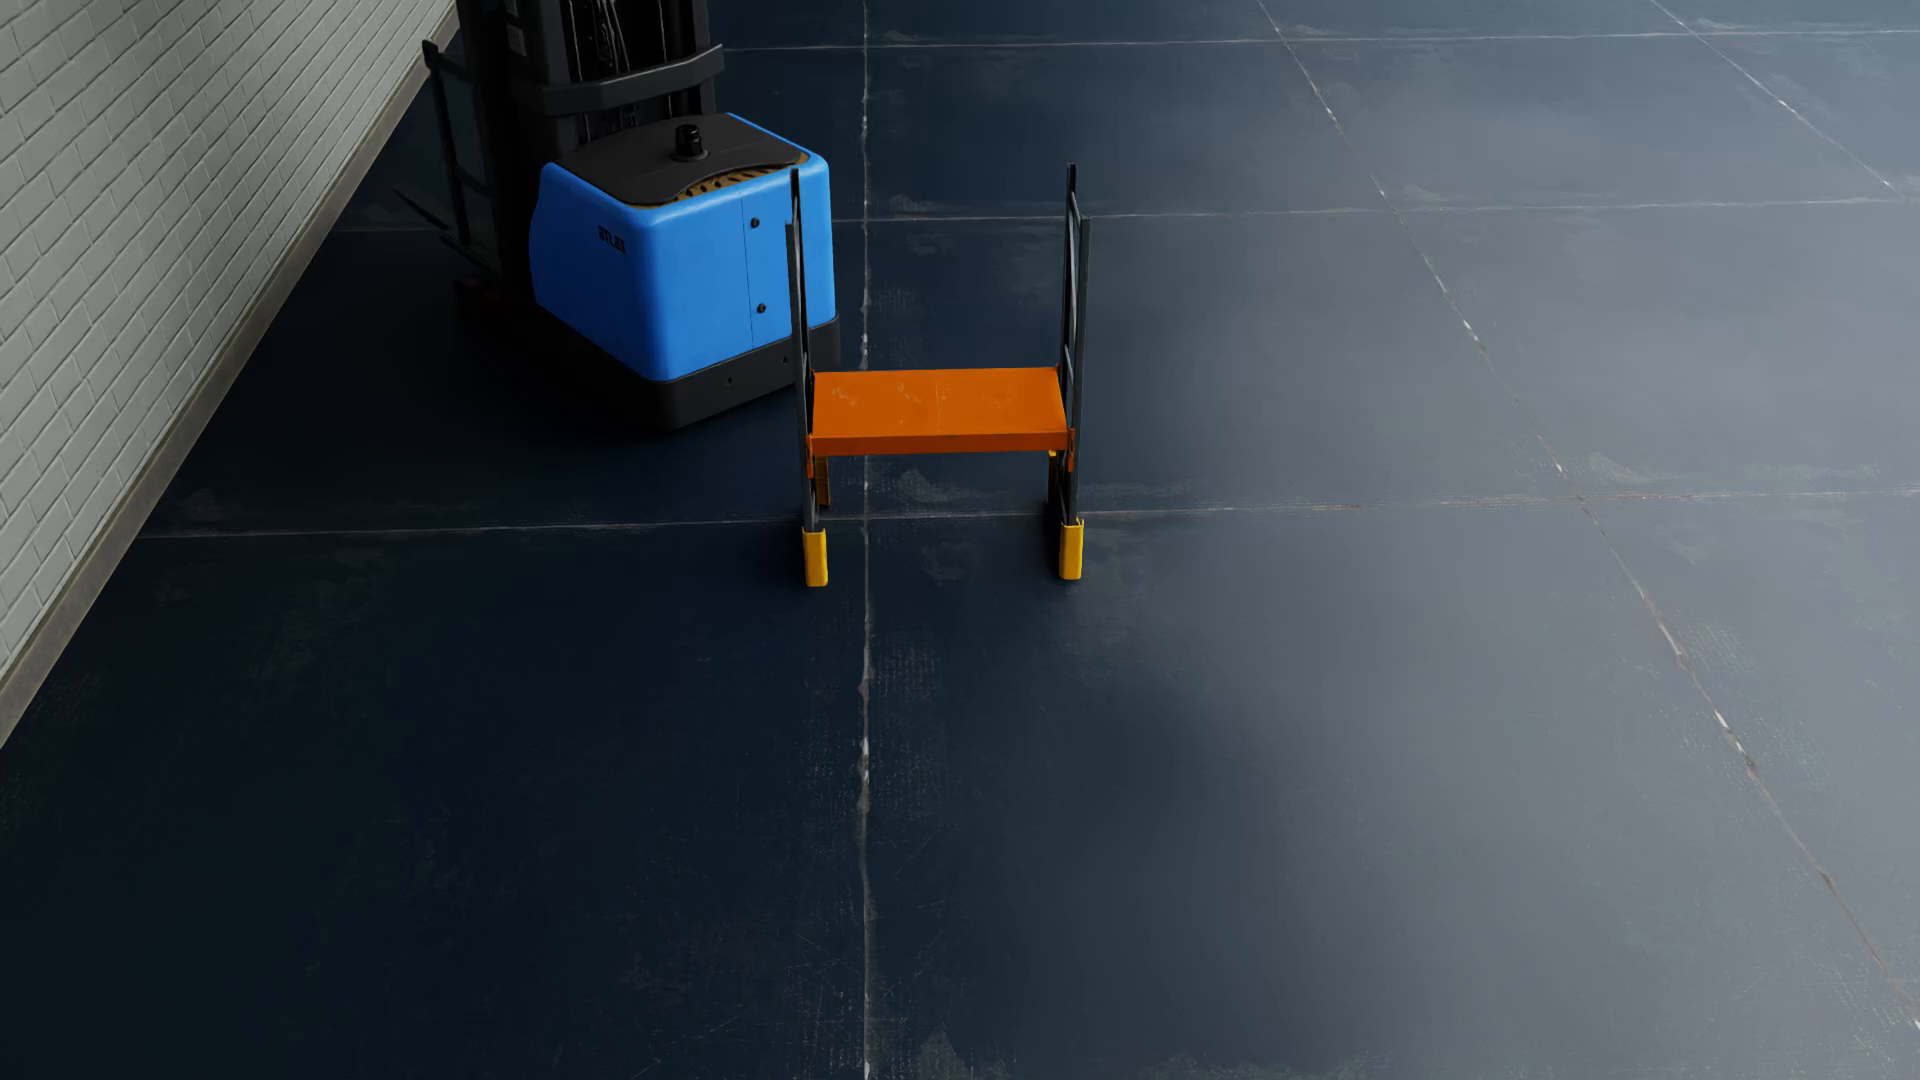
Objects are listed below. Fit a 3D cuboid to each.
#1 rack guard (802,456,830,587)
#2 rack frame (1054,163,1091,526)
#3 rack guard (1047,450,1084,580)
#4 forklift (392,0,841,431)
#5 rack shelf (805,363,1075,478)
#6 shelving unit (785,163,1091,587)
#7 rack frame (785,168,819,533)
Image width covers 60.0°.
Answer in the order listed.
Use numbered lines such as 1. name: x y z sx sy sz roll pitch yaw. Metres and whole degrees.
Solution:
1. rack guard: -0.574 -0.087 6.657 0.087 0.250 0.587 -2 35 -2
2. rack frame: 0.423 -0.628 6.340 0.032 1.500 0.500 -2 35 -2
3. rack guard: 0.421 -0.114 6.695 0.087 0.250 0.587 -2 35 -2
4. forklift: -1.900 -2.450 7.714 1.130 2.935 3.031 -26 42 -32
5. rack shelf: -0.085 -0.467 6.422 1.000 0.185 0.538 -2 35 -2
6. shelving unit: -0.076 -0.615 6.320 1.083 1.500 0.587 -2 35 -2
7. rack frame: -0.593 -0.601 6.300 0.032 1.500 0.500 -2 35 -2
